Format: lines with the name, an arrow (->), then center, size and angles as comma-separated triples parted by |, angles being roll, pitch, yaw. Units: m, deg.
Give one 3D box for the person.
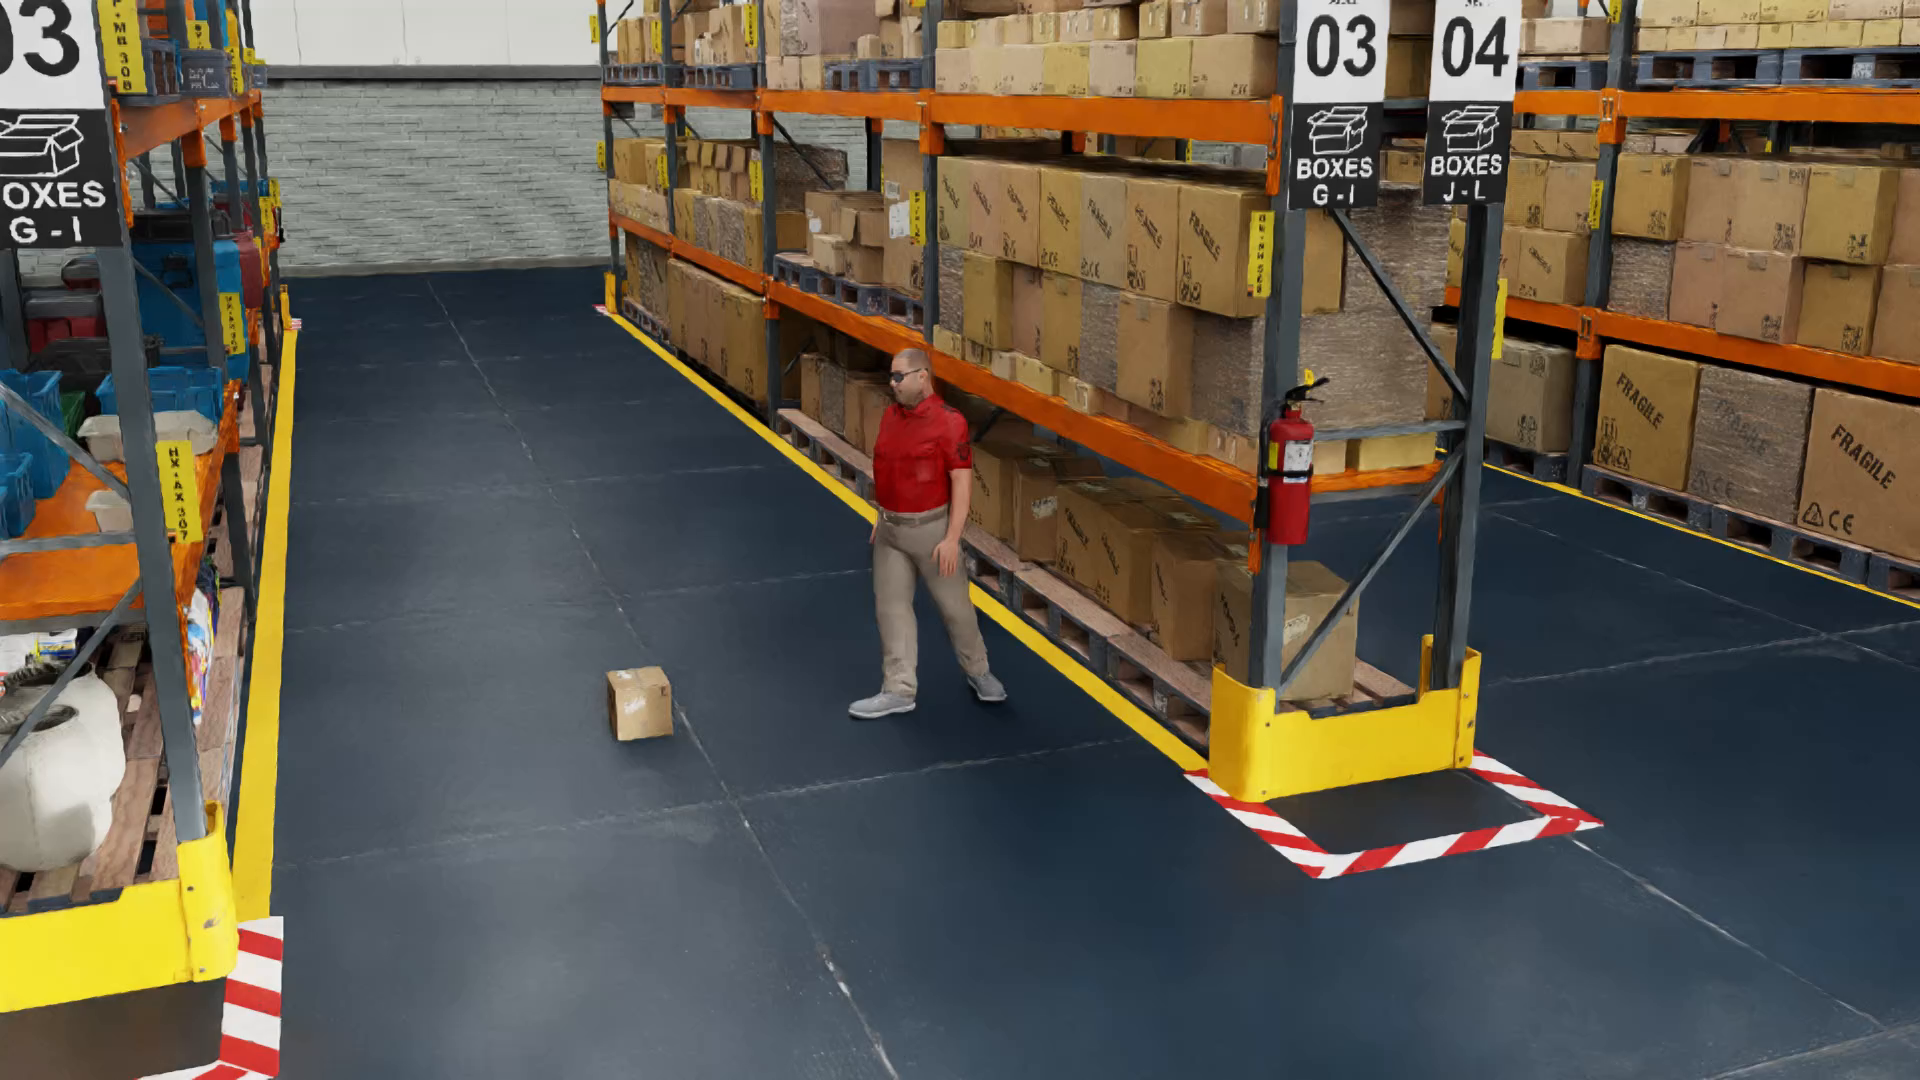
person -> -0.189, -0.041, 7.710 | 0.687, 1.712, 0.673 | 12, 20, 37
